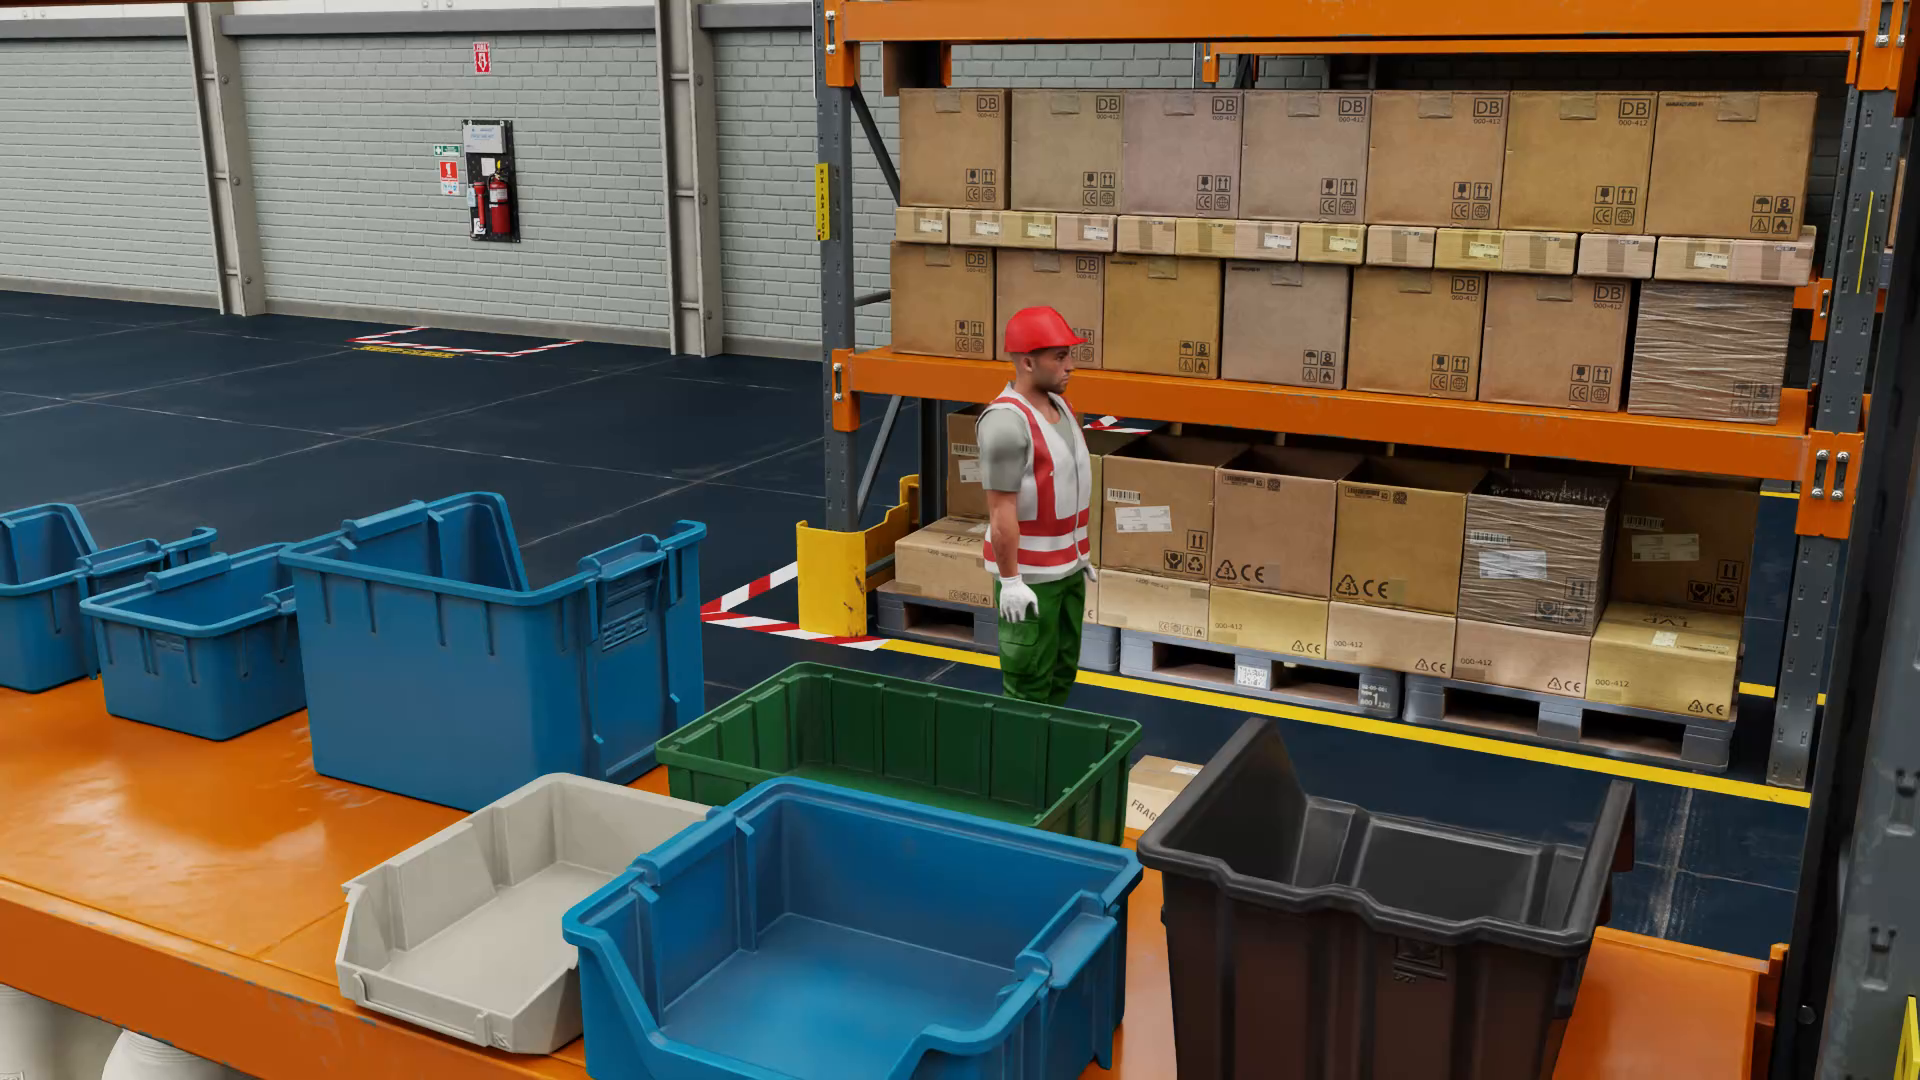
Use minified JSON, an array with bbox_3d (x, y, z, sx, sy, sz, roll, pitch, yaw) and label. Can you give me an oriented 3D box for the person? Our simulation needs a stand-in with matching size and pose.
[{"bbox_3d":[0.267,0.114,5.613,0.343,1.801,0.525,8,18,27],"label":"person"}]
